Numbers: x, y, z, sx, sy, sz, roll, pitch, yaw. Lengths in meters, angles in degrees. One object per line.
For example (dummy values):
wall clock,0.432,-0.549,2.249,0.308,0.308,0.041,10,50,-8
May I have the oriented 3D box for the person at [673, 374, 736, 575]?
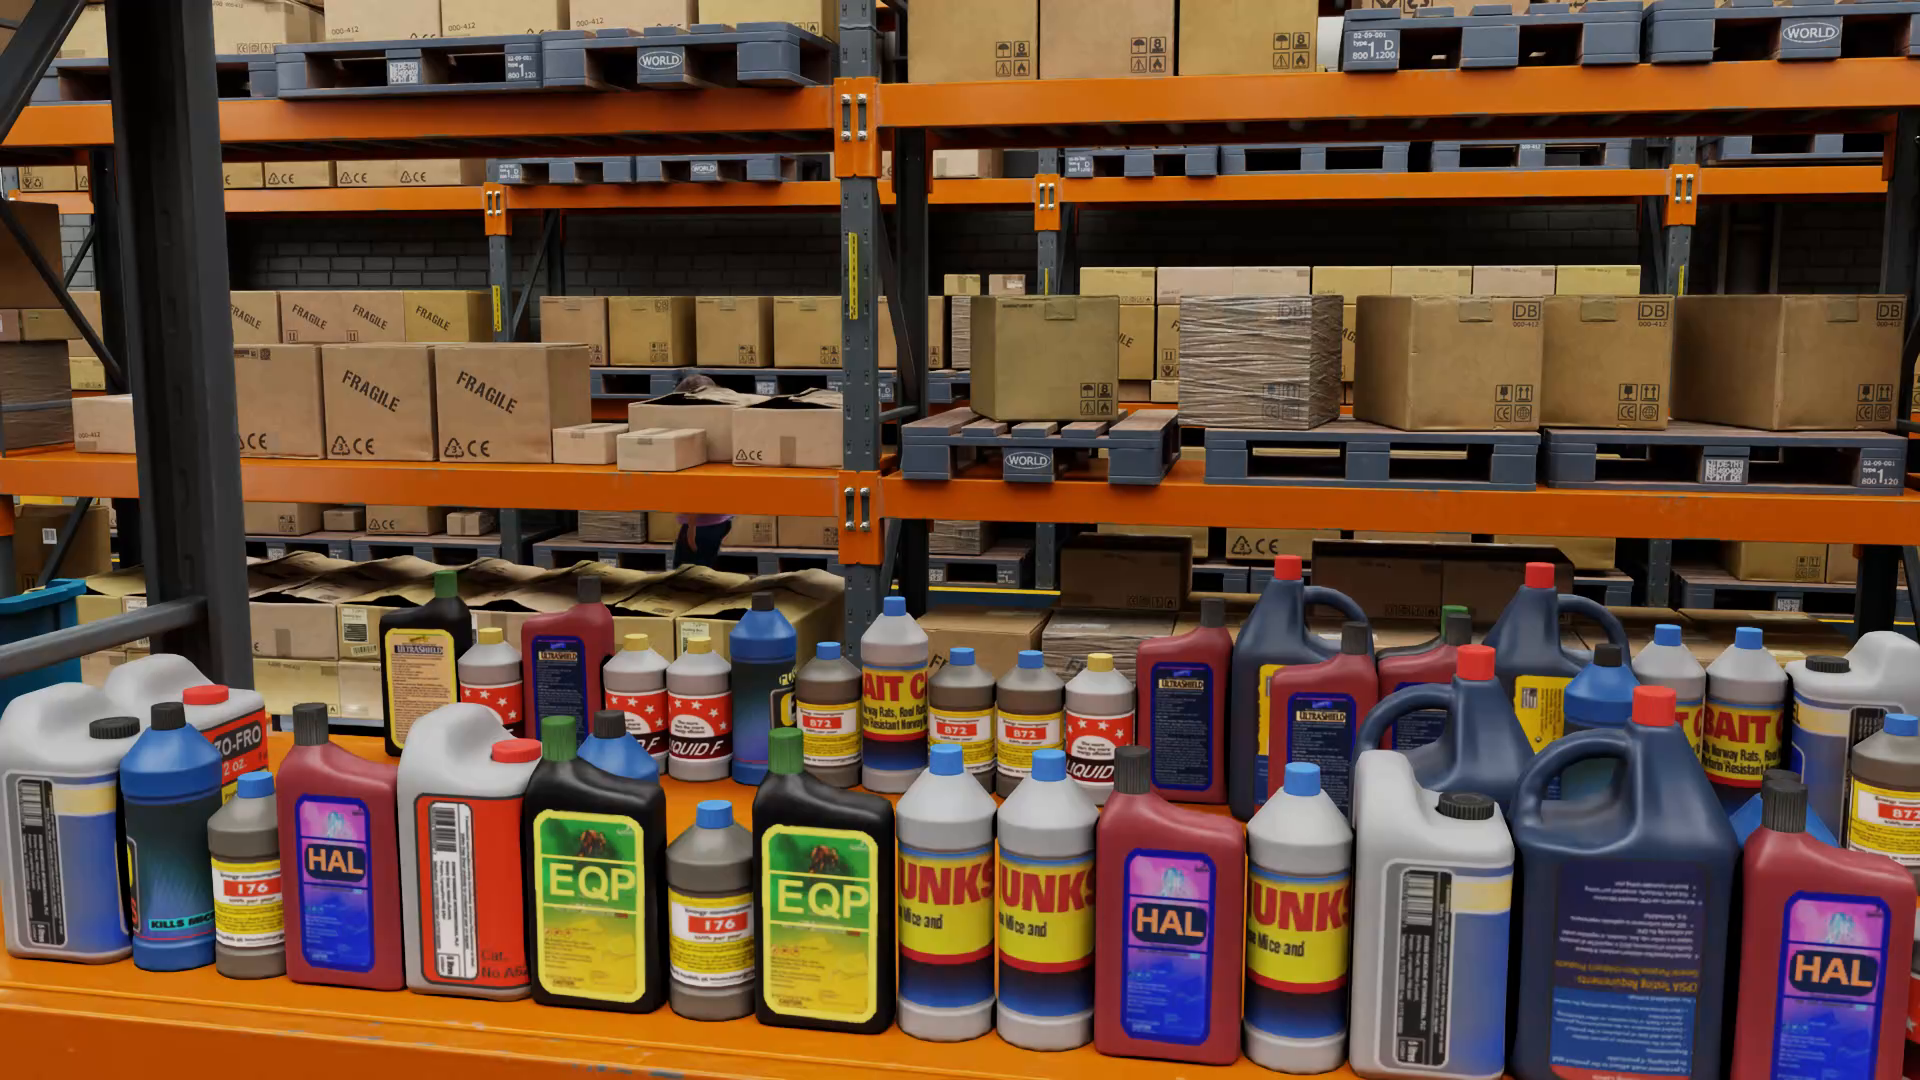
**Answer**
person,-1.293,-0.073,8.837,0.573,1.546,0.441,2,8,13
